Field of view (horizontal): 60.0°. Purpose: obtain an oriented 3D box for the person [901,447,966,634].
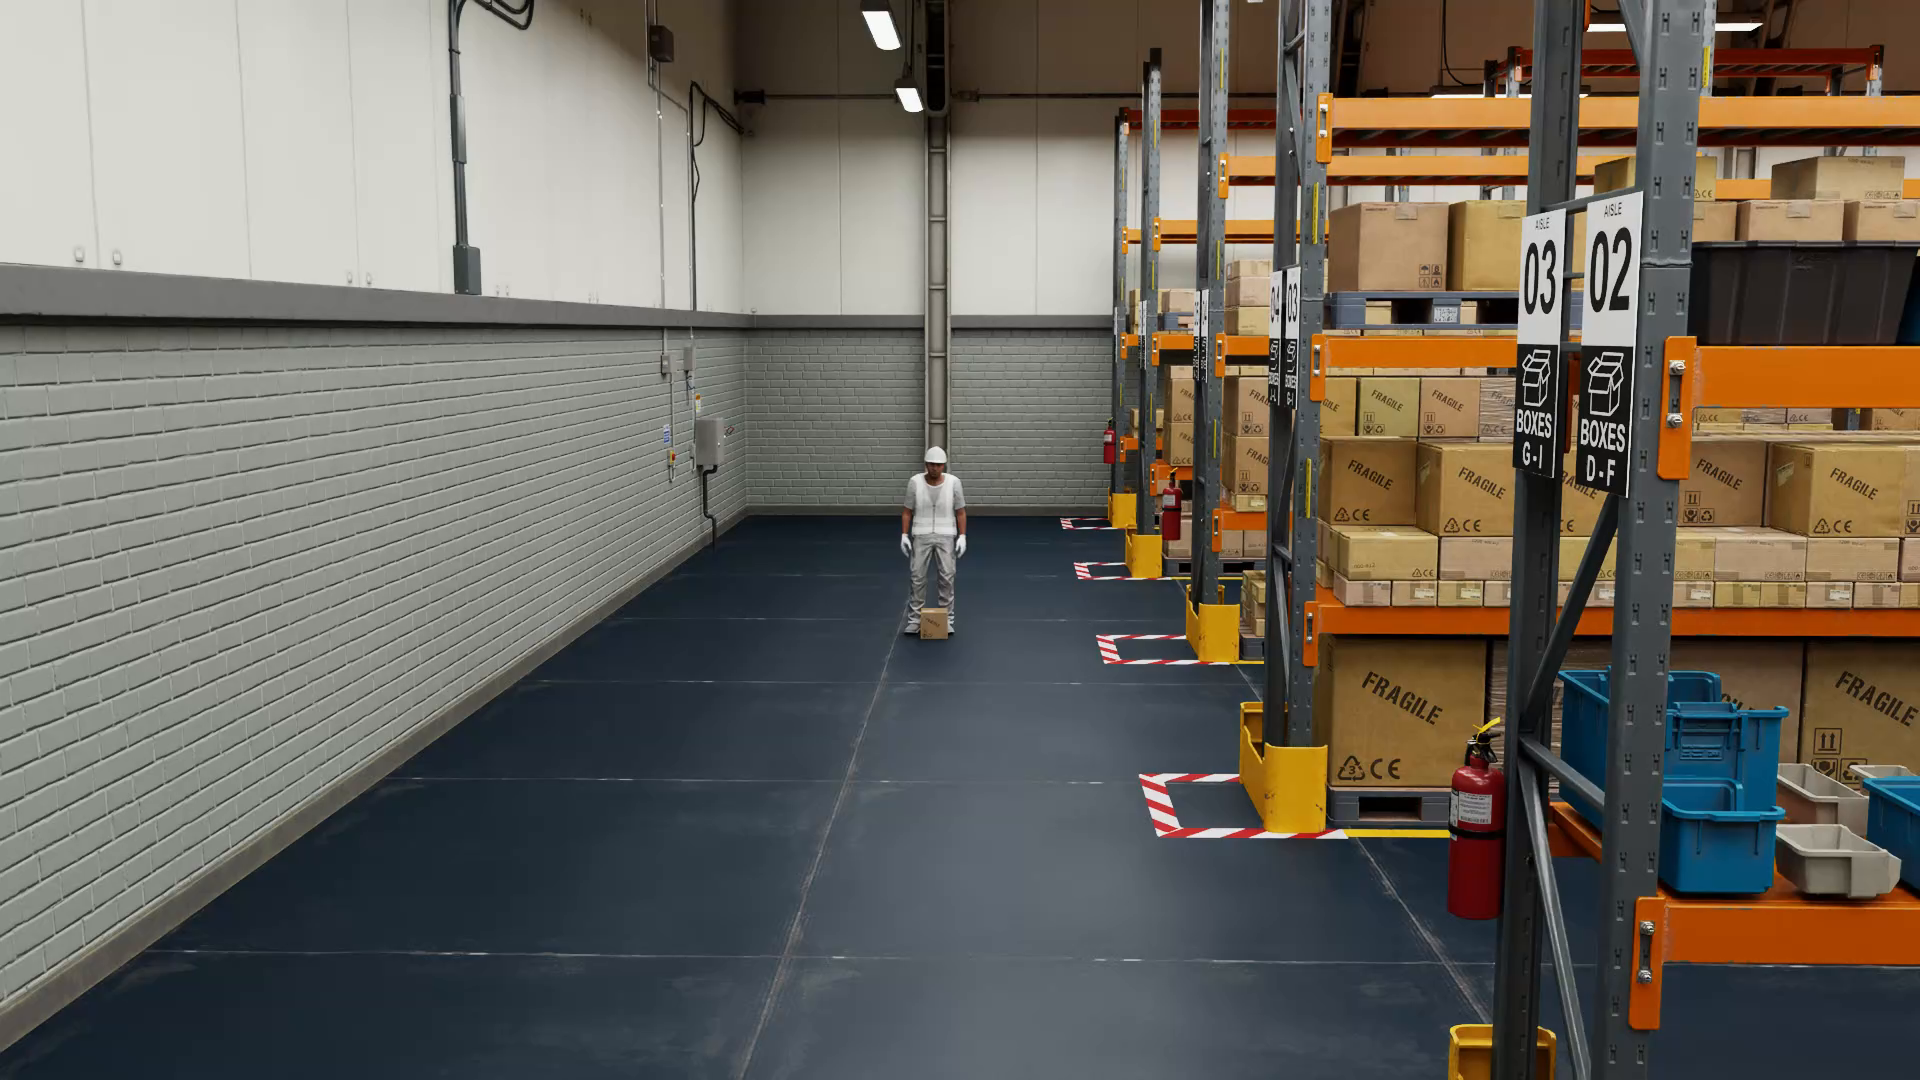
[{"bbox_3d":[-0.251,0.000,15.724,0.620,1.774,0.453,0,7,1],"label":"person"}]
